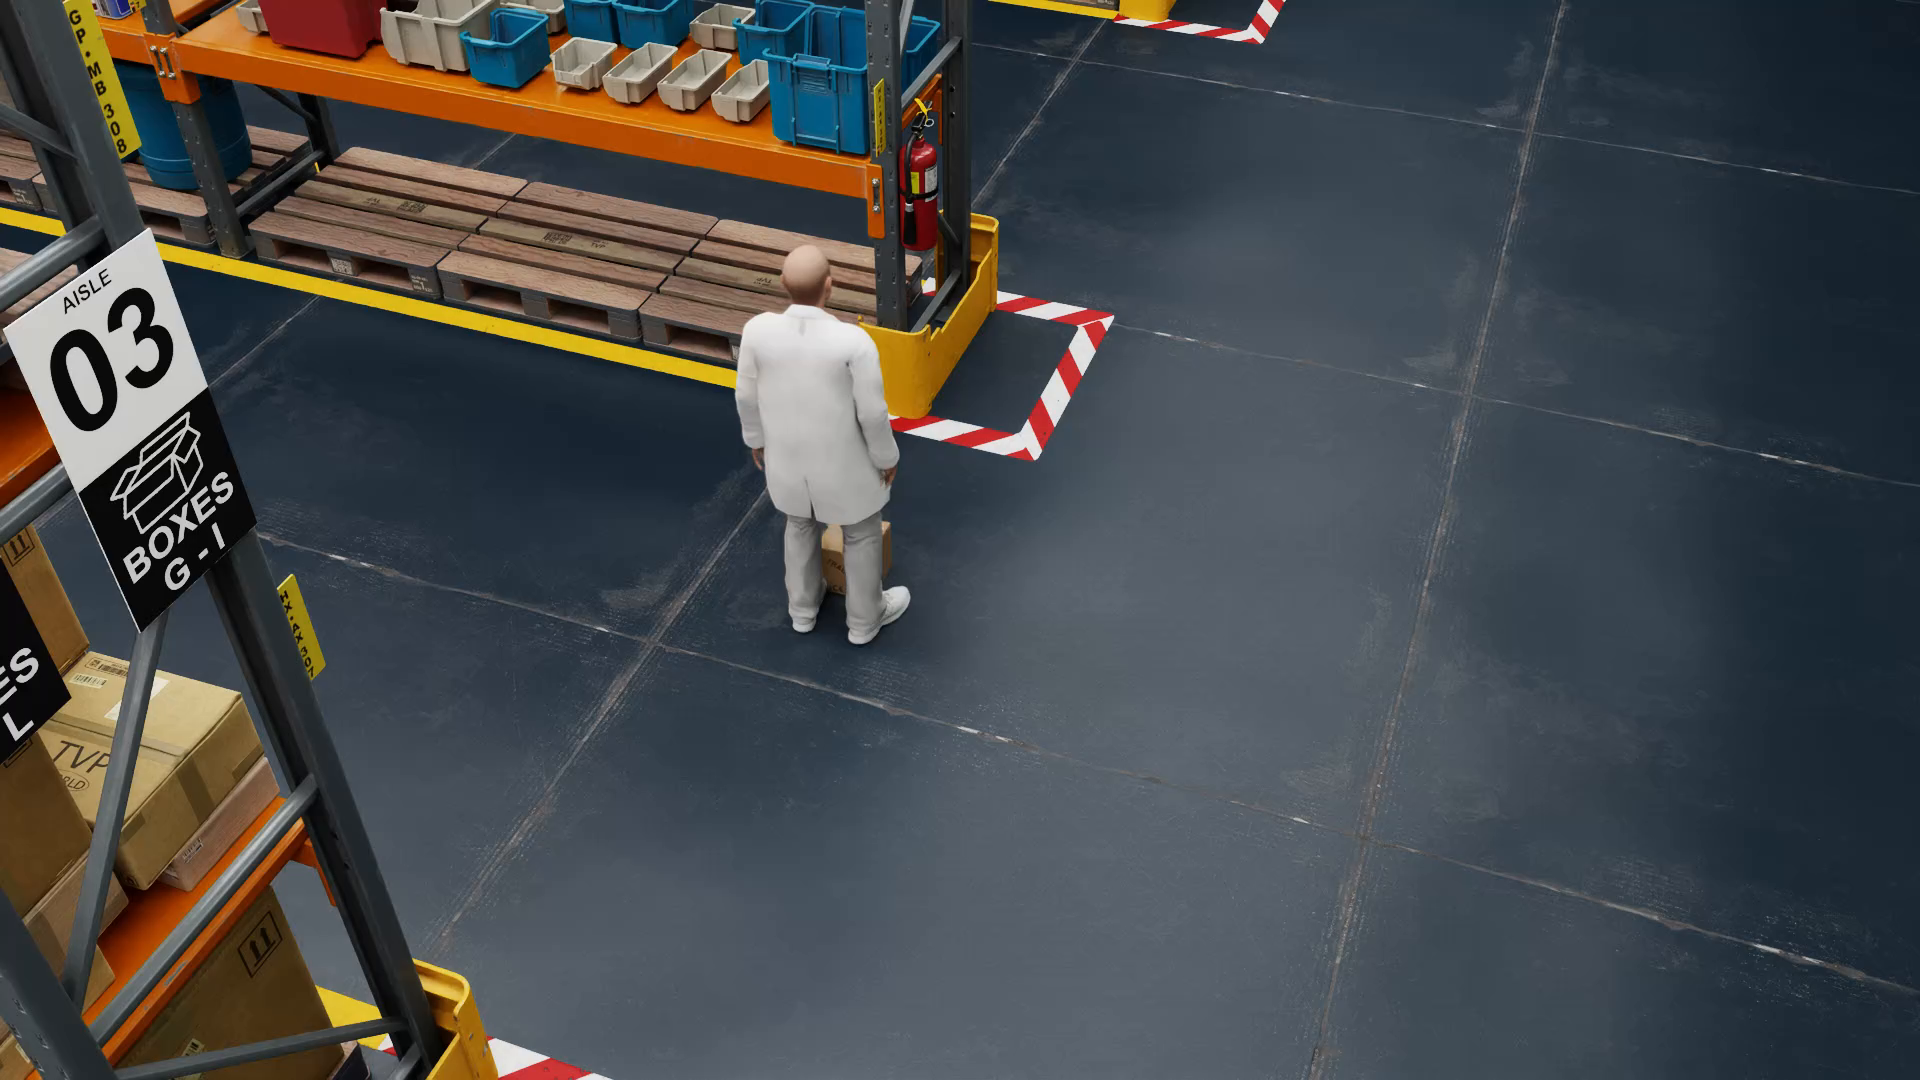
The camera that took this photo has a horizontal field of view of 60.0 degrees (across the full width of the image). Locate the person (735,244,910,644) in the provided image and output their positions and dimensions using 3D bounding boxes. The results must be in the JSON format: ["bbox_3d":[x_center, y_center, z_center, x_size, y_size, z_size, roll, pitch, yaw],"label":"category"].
[{"bbox_3d":[-0.551,-0.352,6.577,0.647,1.772,0.429,11,42,12],"label":"person"}]
